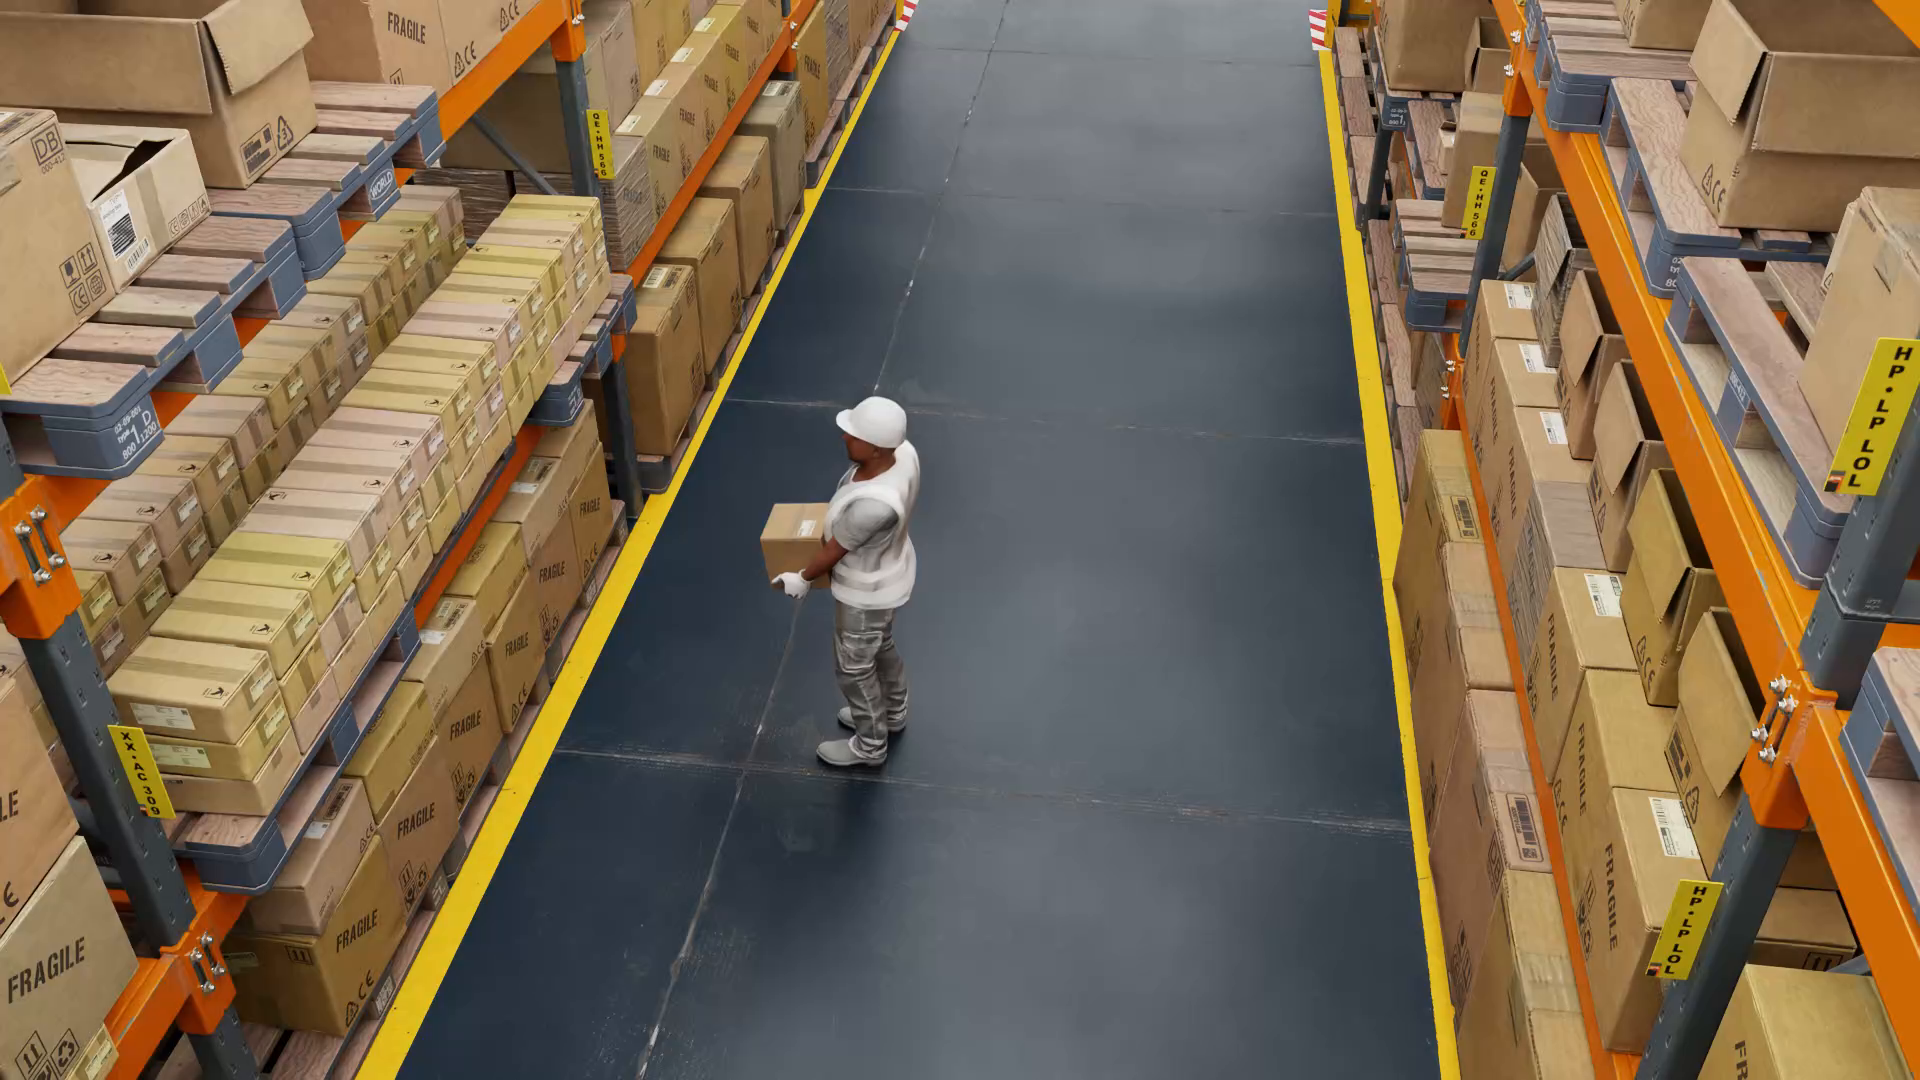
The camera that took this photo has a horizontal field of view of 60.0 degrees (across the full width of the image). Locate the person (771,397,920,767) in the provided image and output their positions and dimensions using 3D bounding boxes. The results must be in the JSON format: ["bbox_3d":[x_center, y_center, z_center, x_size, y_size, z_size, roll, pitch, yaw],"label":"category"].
[{"bbox_3d":[-0.459,0.176,6.784,0.573,1.778,0.488,5,36,7],"label":"person"}]
